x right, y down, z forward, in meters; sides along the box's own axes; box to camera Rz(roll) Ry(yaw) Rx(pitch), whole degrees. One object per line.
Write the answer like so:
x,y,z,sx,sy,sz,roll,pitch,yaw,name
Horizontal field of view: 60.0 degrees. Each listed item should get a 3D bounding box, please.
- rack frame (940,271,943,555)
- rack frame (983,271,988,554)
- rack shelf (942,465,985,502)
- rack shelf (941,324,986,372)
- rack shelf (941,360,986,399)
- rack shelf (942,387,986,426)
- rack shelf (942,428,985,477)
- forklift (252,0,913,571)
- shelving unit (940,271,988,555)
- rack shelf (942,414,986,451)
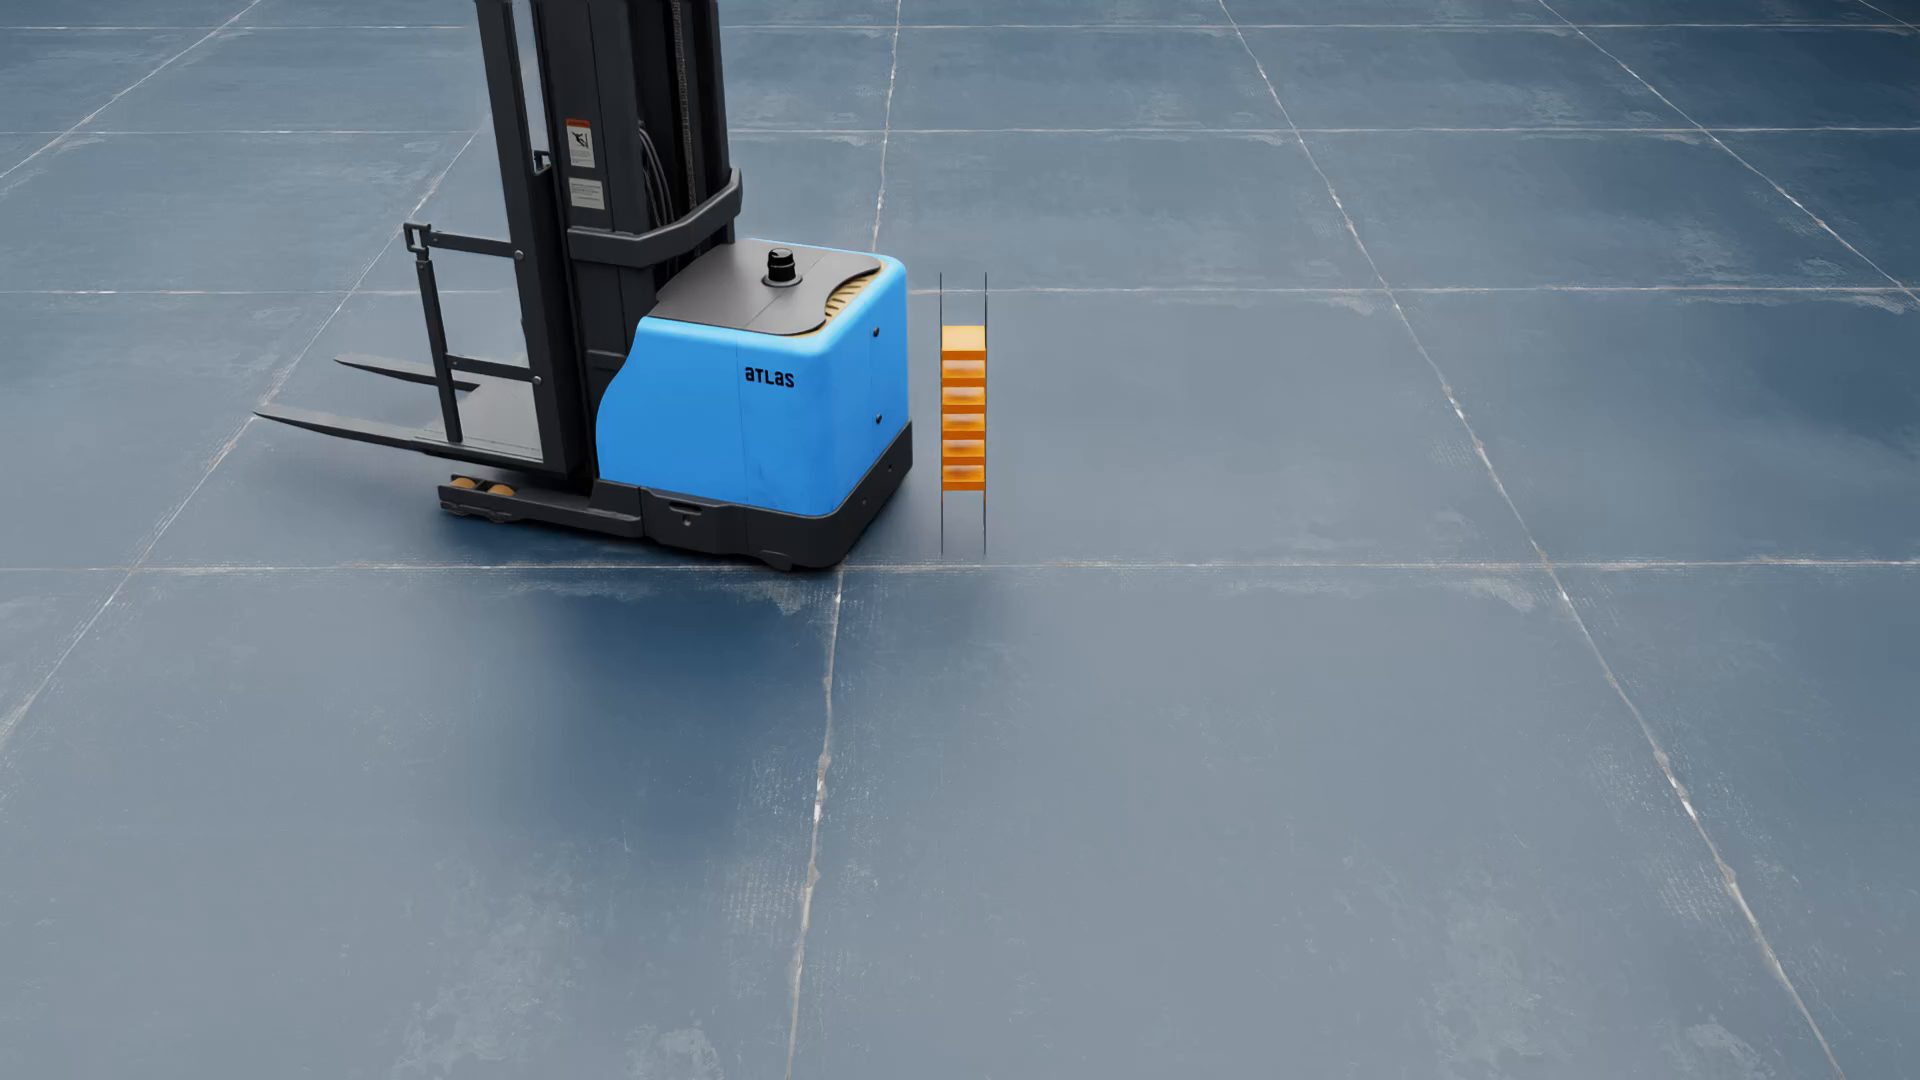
-0.077,-0.513,6.938,0.006,1.200,0.240,0,31,0,rack frame
0.106,-0.513,6.939,0.006,1.200,0.240,0,31,0,rack frame
0.014,-0.270,7.086,0.180,0.103,0.258,0,31,0,rack shelf
0.014,-0.783,6.775,0.180,0.103,0.258,0,31,0,rack shelf
0.014,-0.680,6.837,0.180,0.103,0.258,0,31,0,rack shelf
0.014,-0.578,6.900,0.180,0.103,0.258,0,31,0,rack shelf
0.014,-0.372,7.024,0.180,0.103,0.258,0,31,0,rack shelf
-1.793,-1.575,7.020,3.031,2.935,1.130,10,33,16,forklift
0.014,-0.513,6.939,0.189,1.200,0.258,0,31,0,shelving unit
0.014,-0.475,6.962,0.180,0.103,0.258,0,31,0,rack shelf
